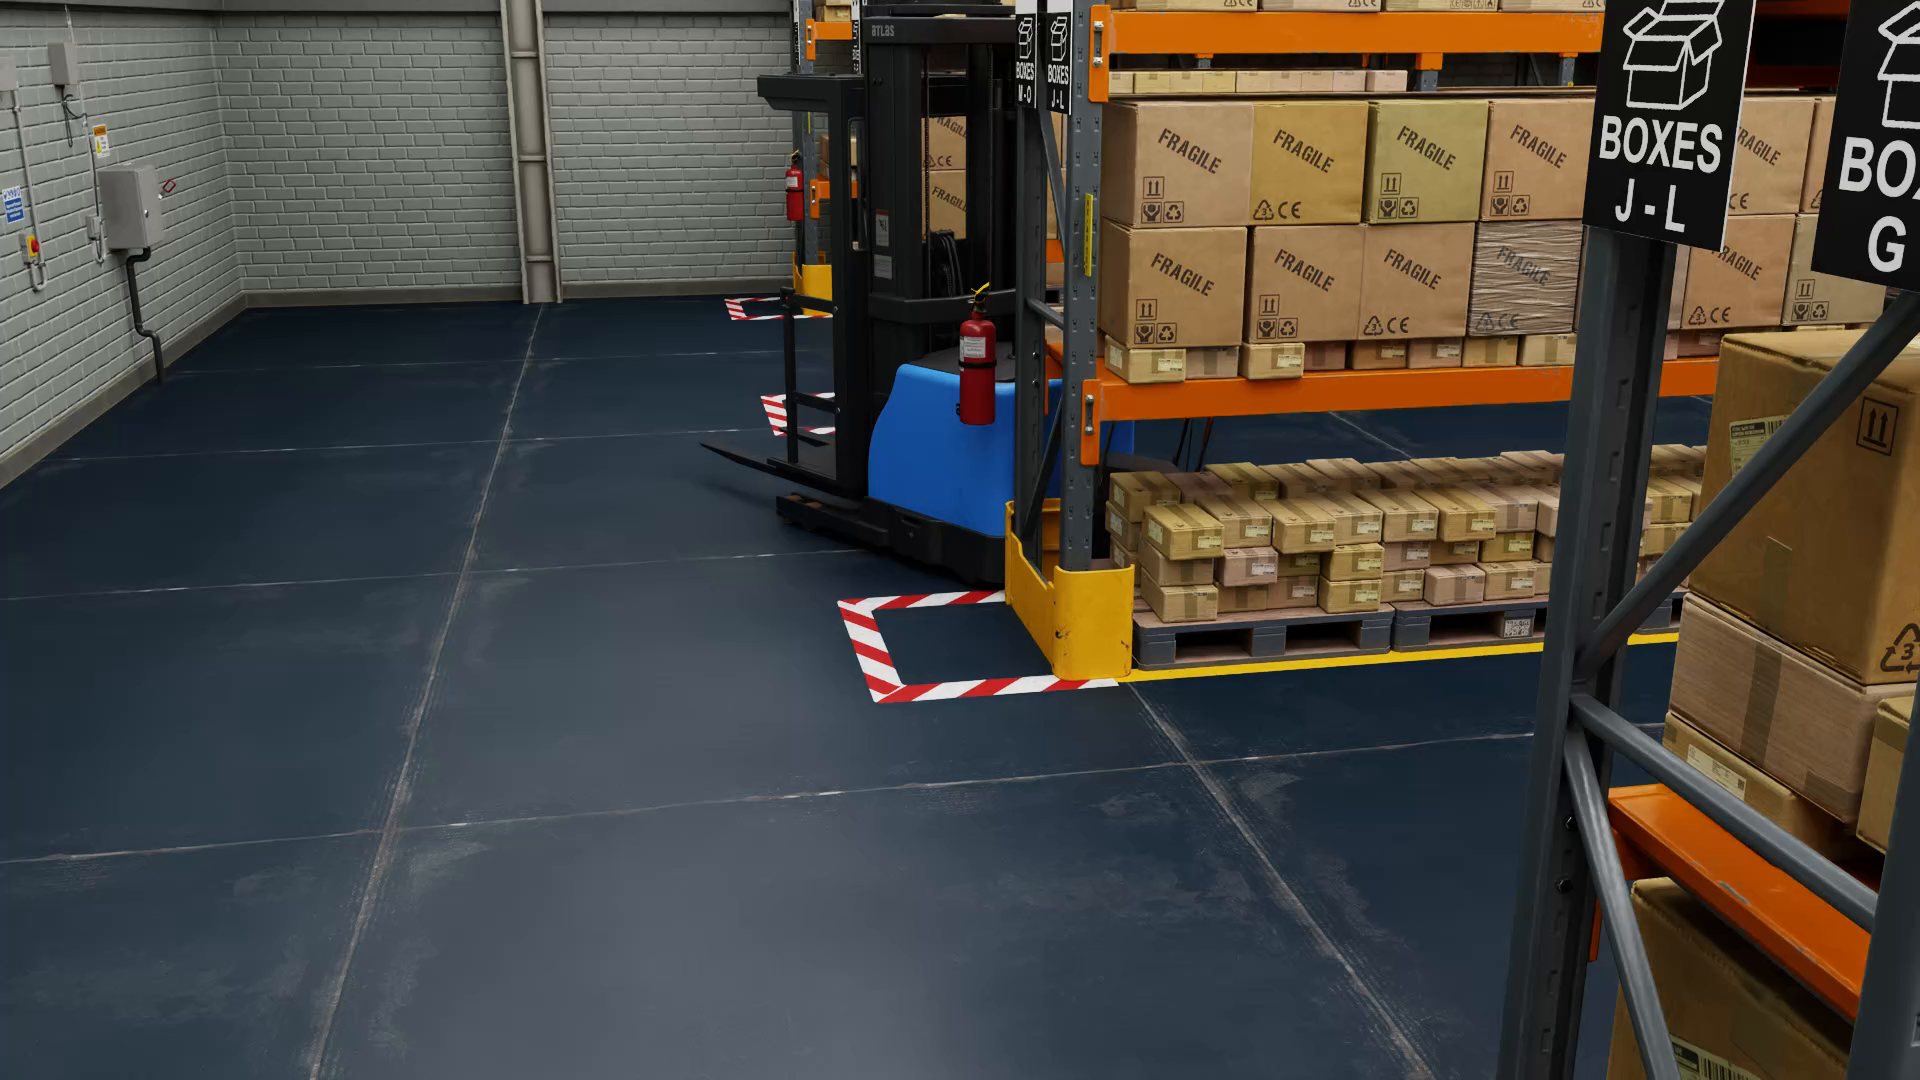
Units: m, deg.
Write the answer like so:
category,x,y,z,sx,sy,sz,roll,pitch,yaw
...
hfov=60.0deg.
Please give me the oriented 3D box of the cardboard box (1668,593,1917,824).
category,x,y,z,sx,sy,sz,roll,pitch,yaw
cardboard box,1.685,0.276,3.052,0.500,0.250,0.500,-4,17,-11

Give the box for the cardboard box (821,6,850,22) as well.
category,x,y,z,sx,sy,sz,roll,pitch,yaw
cardboard box,-1.208,-5.102,16.132,0.250,0.149,0.380,-3,17,-9

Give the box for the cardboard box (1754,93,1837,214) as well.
category,x,y,z,sx,sy,sz,roll,pitch,yaw
cardboard box,3.935,-1.772,7.592,0.500,0.500,0.500,-4,17,-12

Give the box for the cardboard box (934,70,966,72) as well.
category,x,y,z,sx,sy,sz,roll,pitch,yaw
cardboard box,-0.061,-3.341,12.103,0.250,0.149,0.380,-3,17,-9

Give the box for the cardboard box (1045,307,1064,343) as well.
category,x,y,z,sx,sy,sz,roll,pitch,yaw
cardboard box,0.906,-1.502,12.740,0.875,0.438,0.875,-3,17,-9

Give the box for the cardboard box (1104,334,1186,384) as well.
category,x,y,z,sx,sy,sz,roll,pitch,yaw
cardboard box,0.798,-0.789,7.199,0.250,0.149,0.380,-3,17,-11

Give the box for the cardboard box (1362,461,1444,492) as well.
category,x,y,z,sx,sy,sz,roll,pitch,yaw
cardboard box,2.177,-0.268,8.204,0.250,0.149,0.380,-4,17,-12

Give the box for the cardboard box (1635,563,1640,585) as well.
category,x,y,z,sx,sy,sz,roll,pitch,yaw
cardboard box,3.009,0.132,7.914,0.250,0.149,0.380,-3,17,-11

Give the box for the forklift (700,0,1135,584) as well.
category,x,y,z,sx,sy,sz,roll,pitch,yaw
forklift,-0.410,-1.539,9.330,1.130,2.935,3.031,-14,22,-39

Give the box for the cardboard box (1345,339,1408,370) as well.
category,x,y,z,sx,sy,sz,roll,pitch,yaw
cardboard box,1.814,-0.876,7.484,0.250,0.149,0.380,-3,17,-11

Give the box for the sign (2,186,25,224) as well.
category,x,y,z,sx,sy,sz,roll,pitch,yaw
sign,-6.203,-2.198,10.898,0.001,0.218,0.327,-3,17,-10

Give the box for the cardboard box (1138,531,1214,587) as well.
category,x,y,z,sx,sy,sz,roll,pitch,yaw
cardboard box,0.981,0.079,7.578,0.250,0.149,0.380,-3,17,-8

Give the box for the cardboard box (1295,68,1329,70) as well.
category,x,y,z,sx,sy,sz,roll,pitch,yaw
cardboard box,2.700,-3.504,12.632,0.250,0.149,0.380,-3,17,-10

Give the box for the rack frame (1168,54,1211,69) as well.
category,x,y,z,sx,sy,sz,roll,pitch,yaw
rack frame,2.362,-4.060,17.422,0.127,3.000,1.000,-3,17,-10

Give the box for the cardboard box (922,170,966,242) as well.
category,x,y,z,sx,sy,sz,roll,pitch,yaw
cardboard box,-0.094,-2.398,11.841,0.500,0.500,0.500,-3,17,-11

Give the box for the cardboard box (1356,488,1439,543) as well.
category,x,y,z,sx,sy,sz,roll,pitch,yaw
cardboard box,2.019,-0.116,7.709,0.250,0.149,0.380,-3,17,-8

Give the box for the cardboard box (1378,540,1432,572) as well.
category,x,y,z,sx,sy,sz,roll,pitch,yaw
cardboard box,1.999,0.016,7.784,0.250,0.149,0.380,-4,18,-13

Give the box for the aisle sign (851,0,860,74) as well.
category,x,y,z,sx,sy,sz,roll,pitch,yaw
aisle sign,-0.750,-3.735,11.934,0.004,0.787,0.394,-3,17,-10

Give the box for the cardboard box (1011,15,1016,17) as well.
category,x,y,z,sx,sy,sz,roll,pitch,yaw
cardboard box,0.559,-5.174,16.369,0.250,0.149,0.380,-3,17,-9

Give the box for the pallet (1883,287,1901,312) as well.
category,x,y,z,sx,sy,sz,roll,pitch,yaw
pallet,5.124,-1.117,8.166,1.213,0.211,1.003,-3,17,-10

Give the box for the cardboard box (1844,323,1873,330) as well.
category,x,y,z,sx,sy,sz,roll,pitch,yaw
cardboard box,4.110,-1.005,7.901,0.250,0.149,0.380,-3,17,-11

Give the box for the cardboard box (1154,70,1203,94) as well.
category,x,y,z,sx,sy,sz,roll,pitch,yaw
cardboard box,1.560,-3.285,11.921,0.250,0.149,0.380,-3,17,-10

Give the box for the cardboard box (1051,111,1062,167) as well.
category,x,y,z,sx,sy,sz,roll,pitch,yaw
cardboard box,0.411,-2.908,11.797,0.500,0.500,0.500,-4,17,-12

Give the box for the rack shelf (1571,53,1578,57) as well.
category,x,y,z,sx,sy,sz,roll,pitch,yaw
rack shelf,8.253,-5.484,18.175,4.000,0.370,1.077,-3,17,-10

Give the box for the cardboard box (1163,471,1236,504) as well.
category,x,y,z,sx,sy,sz,roll,pitch,yaw
cardboard box,1.147,-0.208,8.006,0.250,0.149,0.380,-3,17,-9

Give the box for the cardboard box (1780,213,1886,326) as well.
category,x,y,z,sx,sy,sz,roll,pitch,yaw
cardboard box,3.924,-1.290,7.725,0.500,0.500,0.500,-3,17,-10

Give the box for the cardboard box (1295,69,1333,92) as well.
category,x,y,z,sx,sy,sz,roll,pitch,yaw
cardboard box,2.539,-3.362,12.170,0.250,0.149,0.380,-3,17,-10

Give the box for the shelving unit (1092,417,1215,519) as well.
category,x,y,z,sx,sy,sz,roll,pitch,yaw
shelving unit,1.026,-0.849,8.356,0.503,2.100,0.431,10,15,-11

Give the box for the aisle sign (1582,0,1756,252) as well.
category,x,y,z,sx,sy,sz,roll,pitch,yaw
aisle sign,1.132,-0.875,2.624,0.004,0.787,0.394,-3,17,-10

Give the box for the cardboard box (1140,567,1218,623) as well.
category,x,y,z,sx,sy,sz,roll,pitch,yaw
cardboard box,0.993,0.240,7.562,0.250,0.149,0.380,-3,17,-9

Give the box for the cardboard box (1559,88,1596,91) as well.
category,x,y,z,sx,sy,sz,roll,pitch,yaw
cardboard box,4.781,-3.160,12.619,0.500,0.500,0.500,-4,17,-12

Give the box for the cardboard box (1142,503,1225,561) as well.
category,x,y,z,sx,sy,sz,roll,pitch,yaw
cardboard box,0.997,-0.039,7.456,0.250,0.149,0.380,-4,18,-13

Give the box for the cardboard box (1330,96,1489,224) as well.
category,x,y,z,sx,sy,sz,roll,pitch,yaw
cardboard box,1.919,-1.654,7.209,0.500,0.500,0.500,-4,17,-12

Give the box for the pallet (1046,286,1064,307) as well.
category,x,y,z,sx,sy,sz,roll,pitch,yaw
pallet,0.487,-2.620,17.483,1.213,0.211,1.003,-3,17,-10

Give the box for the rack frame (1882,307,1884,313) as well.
category,x,y,z,sx,sy,sz,roll,pitch,yaw
rack frame,7.235,-2.852,13.489,0.127,3.000,1.000,-3,17,-10

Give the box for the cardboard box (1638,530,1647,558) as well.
category,x,y,z,sx,sy,sz,roll,pitch,yaw
cardboard box,3.062,-0.035,7.950,0.250,0.149,0.380,-3,17,-9

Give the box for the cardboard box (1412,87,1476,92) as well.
category,x,y,z,sx,sy,sz,roll,pitch,yaw
cardboard box,3.698,-3.252,12.919,0.500,0.500,0.500,-3,17,-9

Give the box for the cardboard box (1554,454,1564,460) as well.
category,x,y,z,sx,sy,sz,roll,pitch,yaw
cardboard box,3.196,-0.323,8.382,0.250,0.149,0.380,-4,17,-12

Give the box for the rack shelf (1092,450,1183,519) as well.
category,x,y,z,sx,sy,sz,roll,pitch,yaw
rack shelf,0.868,-0.178,8.541,0.480,0.518,0.431,10,15,-11

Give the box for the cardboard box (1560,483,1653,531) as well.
category,x,y,z,sx,sy,sz,roll,pitch,yaw
cardboard box,3.041,-0.160,7.852,0.250,0.149,0.380,-4,18,-13

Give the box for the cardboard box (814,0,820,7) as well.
category,x,y,z,sx,sy,sz,roll,pitch,yaw
cardboard box,-1.180,-5.445,16.570,0.500,0.250,0.500,-4,17,-11

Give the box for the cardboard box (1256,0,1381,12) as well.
category,x,y,z,sx,sy,sz,roll,pitch,yaw
cardboard box,1.425,-2.327,6.925,0.500,0.250,0.500,-3,17,-9

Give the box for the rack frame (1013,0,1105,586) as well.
category,x,y,z,sx,sy,sz,roll,pitch,yaw
rack frame,0.418,-0.985,7.411,0.127,3.000,1.000,-3,17,-10

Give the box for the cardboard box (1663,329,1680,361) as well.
category,x,y,z,sx,sy,sz,roll,pitch,yaw
cardboard box,3.085,-0.930,7.659,0.250,0.149,0.380,-4,18,-13

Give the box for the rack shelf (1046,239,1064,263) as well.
category,x,y,z,sx,sy,sz,roll,pitch,yaw
rack shelf,1.344,-2.174,12.507,4.000,0.370,1.077,-3,17,-10

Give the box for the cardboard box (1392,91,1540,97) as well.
category,x,y,z,sx,sy,sz,roll,pitch,yaw
cardboard box,2.345,-1.841,7.815,0.500,0.500,0.500,-4,17,-12

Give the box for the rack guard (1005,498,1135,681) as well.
category,x,y,z,sx,sy,sz,roll,pitch,yaw
rack guard,0.493,0.205,7.791,0.348,0.500,1.175,-3,17,-10

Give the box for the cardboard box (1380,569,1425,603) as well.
category,x,y,z,sx,sy,sz,roll,pitch,yaw
cardboard box,1.981,0.162,7.817,0.250,0.149,0.380,-3,17,-10

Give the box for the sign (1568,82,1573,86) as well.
category,x,y,z,sx,sy,sz,roll,pitch,yaw
sign,6.402,-4.643,17.481,0.005,0.325,0.100,-3,17,-10

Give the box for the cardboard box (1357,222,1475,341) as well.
category,x,y,z,sx,sy,sz,roll,pitch,yaw
cardboard box,1.915,-1.181,7.372,0.500,0.500,0.500,-3,17,-10
